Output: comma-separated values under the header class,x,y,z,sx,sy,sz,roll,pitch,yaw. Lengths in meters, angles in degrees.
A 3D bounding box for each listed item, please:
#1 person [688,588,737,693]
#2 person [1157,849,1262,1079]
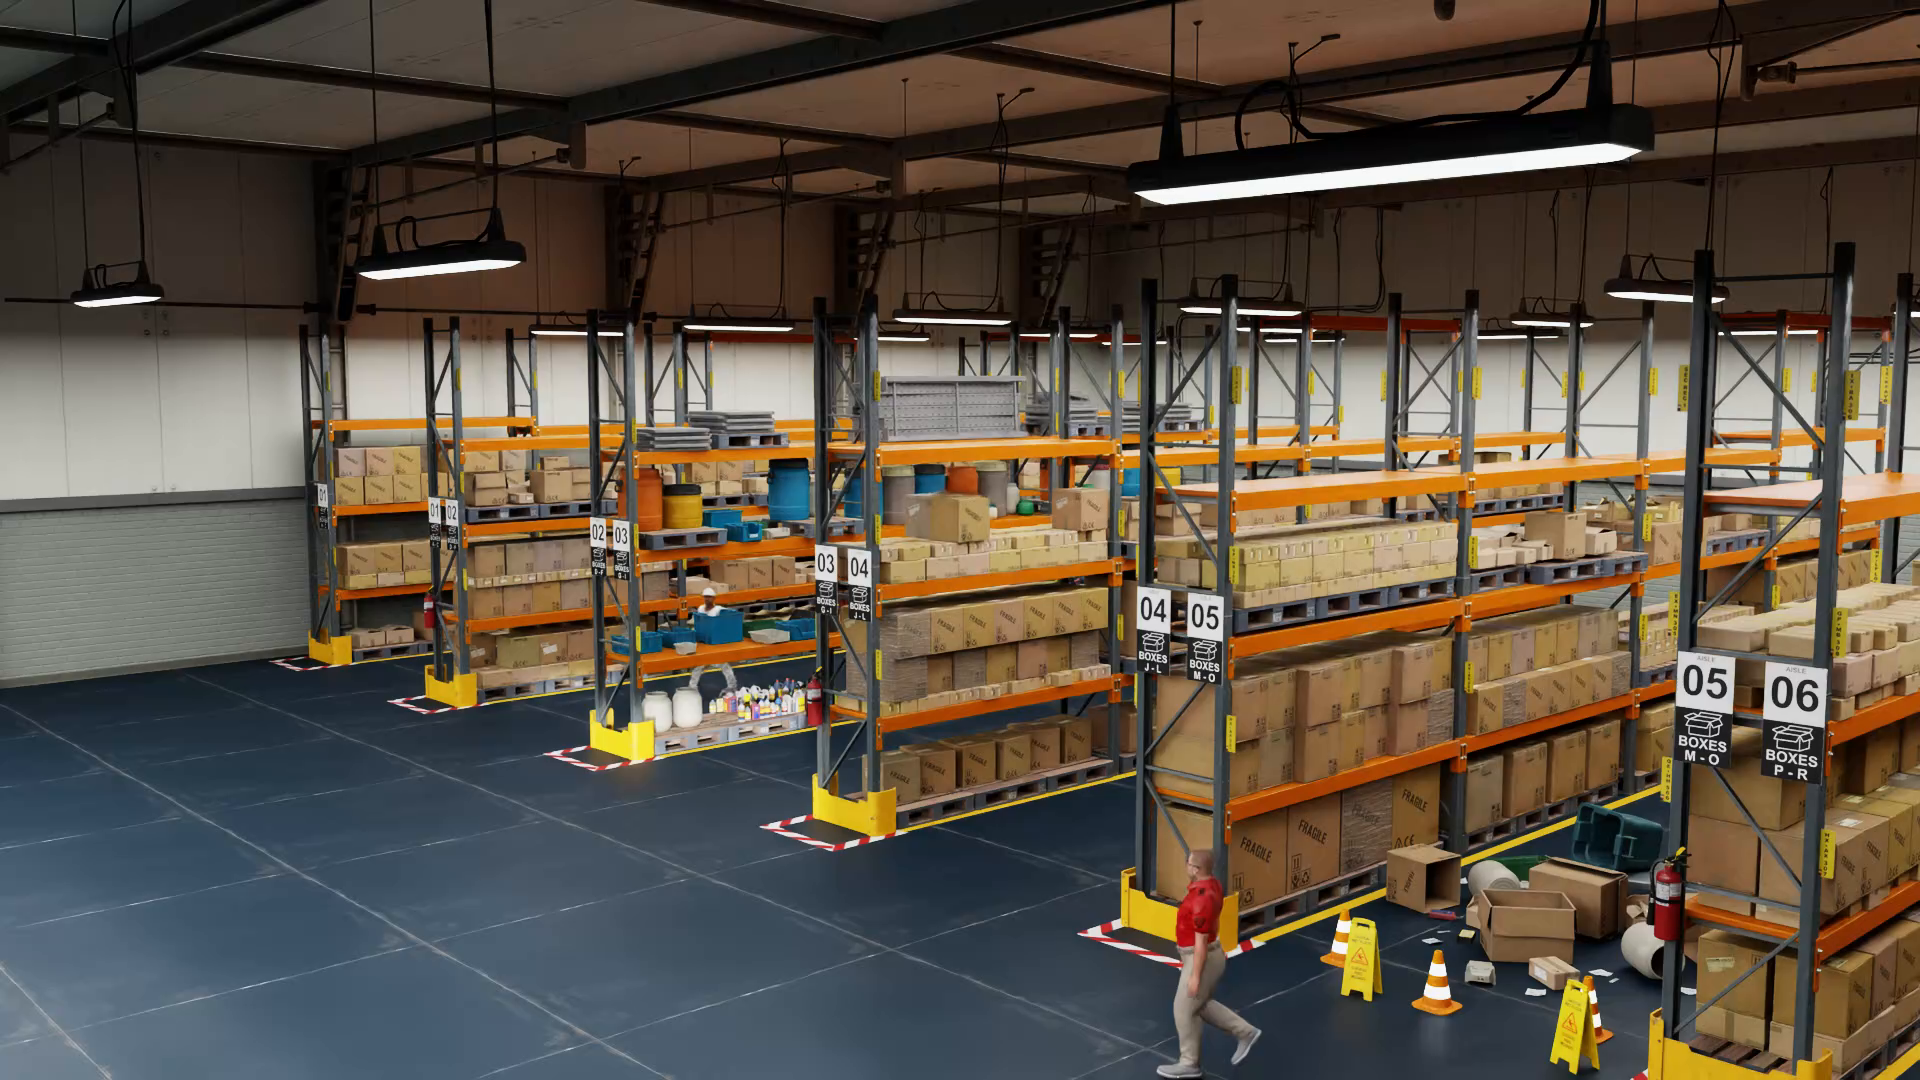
class,x,y,z,sx,sy,sz,roll,pitch,yaw
person,-4.009,1.619,26.329,0.684,1.722,1.054,4,7,38
person,1.830,3.078,12.128,0.762,1.697,0.544,1,6,8
